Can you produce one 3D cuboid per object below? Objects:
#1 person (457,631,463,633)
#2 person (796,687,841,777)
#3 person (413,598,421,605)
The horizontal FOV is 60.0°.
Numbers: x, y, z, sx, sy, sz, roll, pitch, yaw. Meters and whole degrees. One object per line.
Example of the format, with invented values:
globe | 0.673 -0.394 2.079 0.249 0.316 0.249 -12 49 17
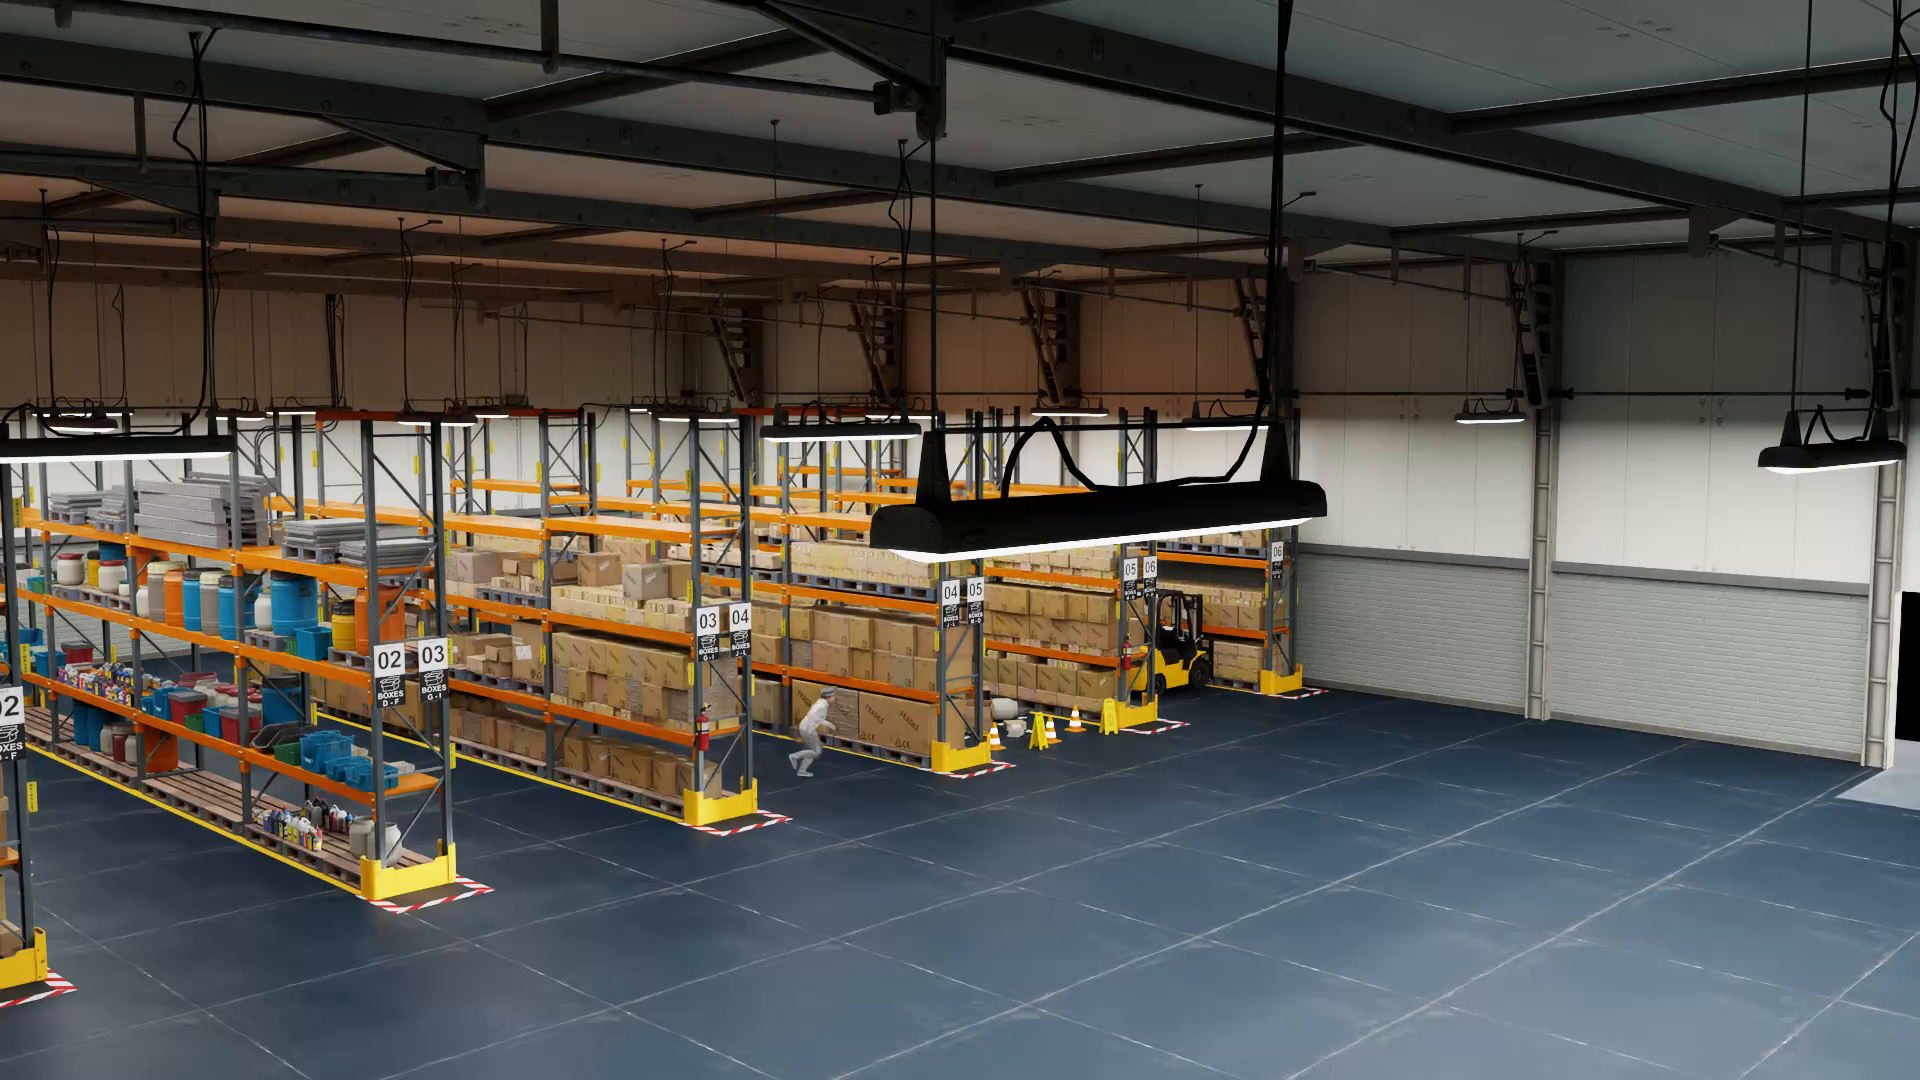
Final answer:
person | -10.169 2.597 33.598 0.575 1.554 0.518 4 7 39
person | -2.329 3.174 27.358 0.748 1.492 0.646 0 5 -3
person | -12.559 2.112 38.333 0.567 1.686 0.785 -2 5 -23
